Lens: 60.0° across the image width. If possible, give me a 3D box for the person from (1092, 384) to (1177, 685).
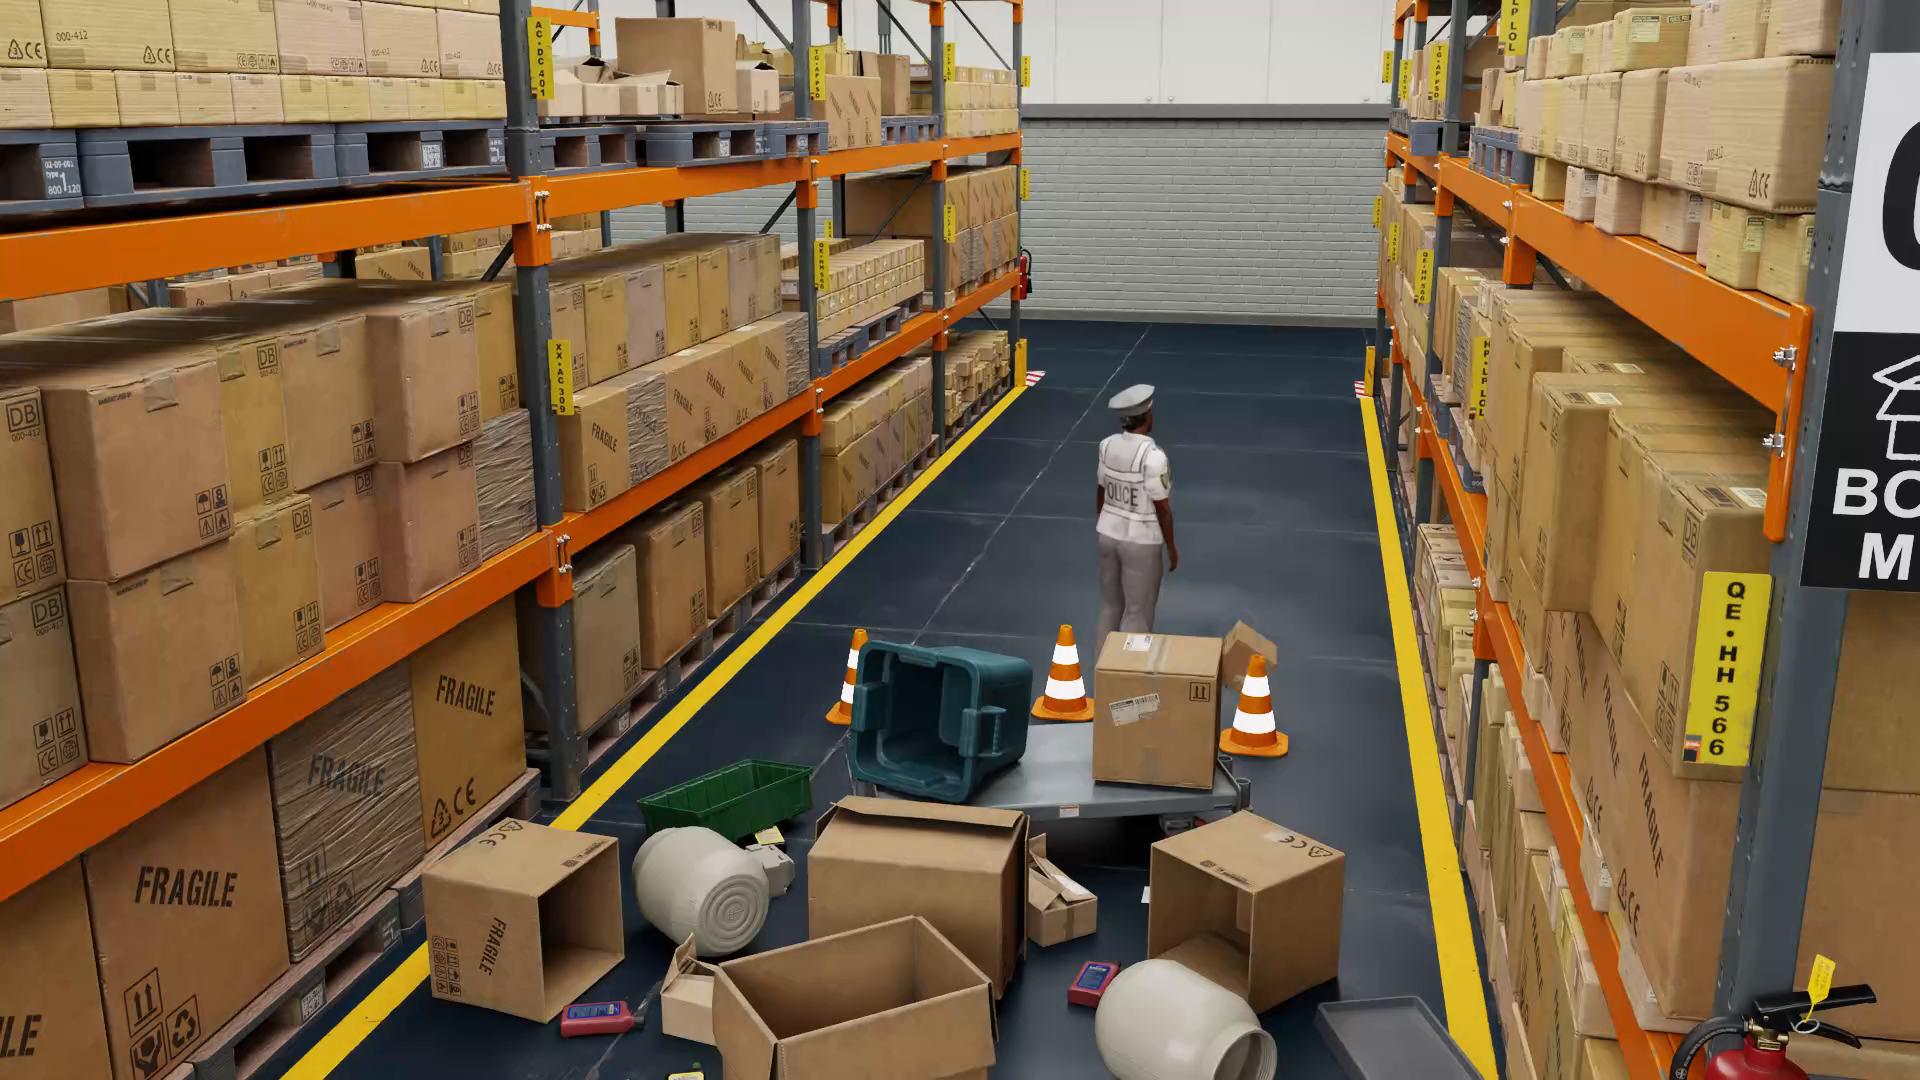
[{"bbox_3d":[0.924,0.025,8.799,0.368,1.685,0.585,-11,19,-37],"label":"person"}]
